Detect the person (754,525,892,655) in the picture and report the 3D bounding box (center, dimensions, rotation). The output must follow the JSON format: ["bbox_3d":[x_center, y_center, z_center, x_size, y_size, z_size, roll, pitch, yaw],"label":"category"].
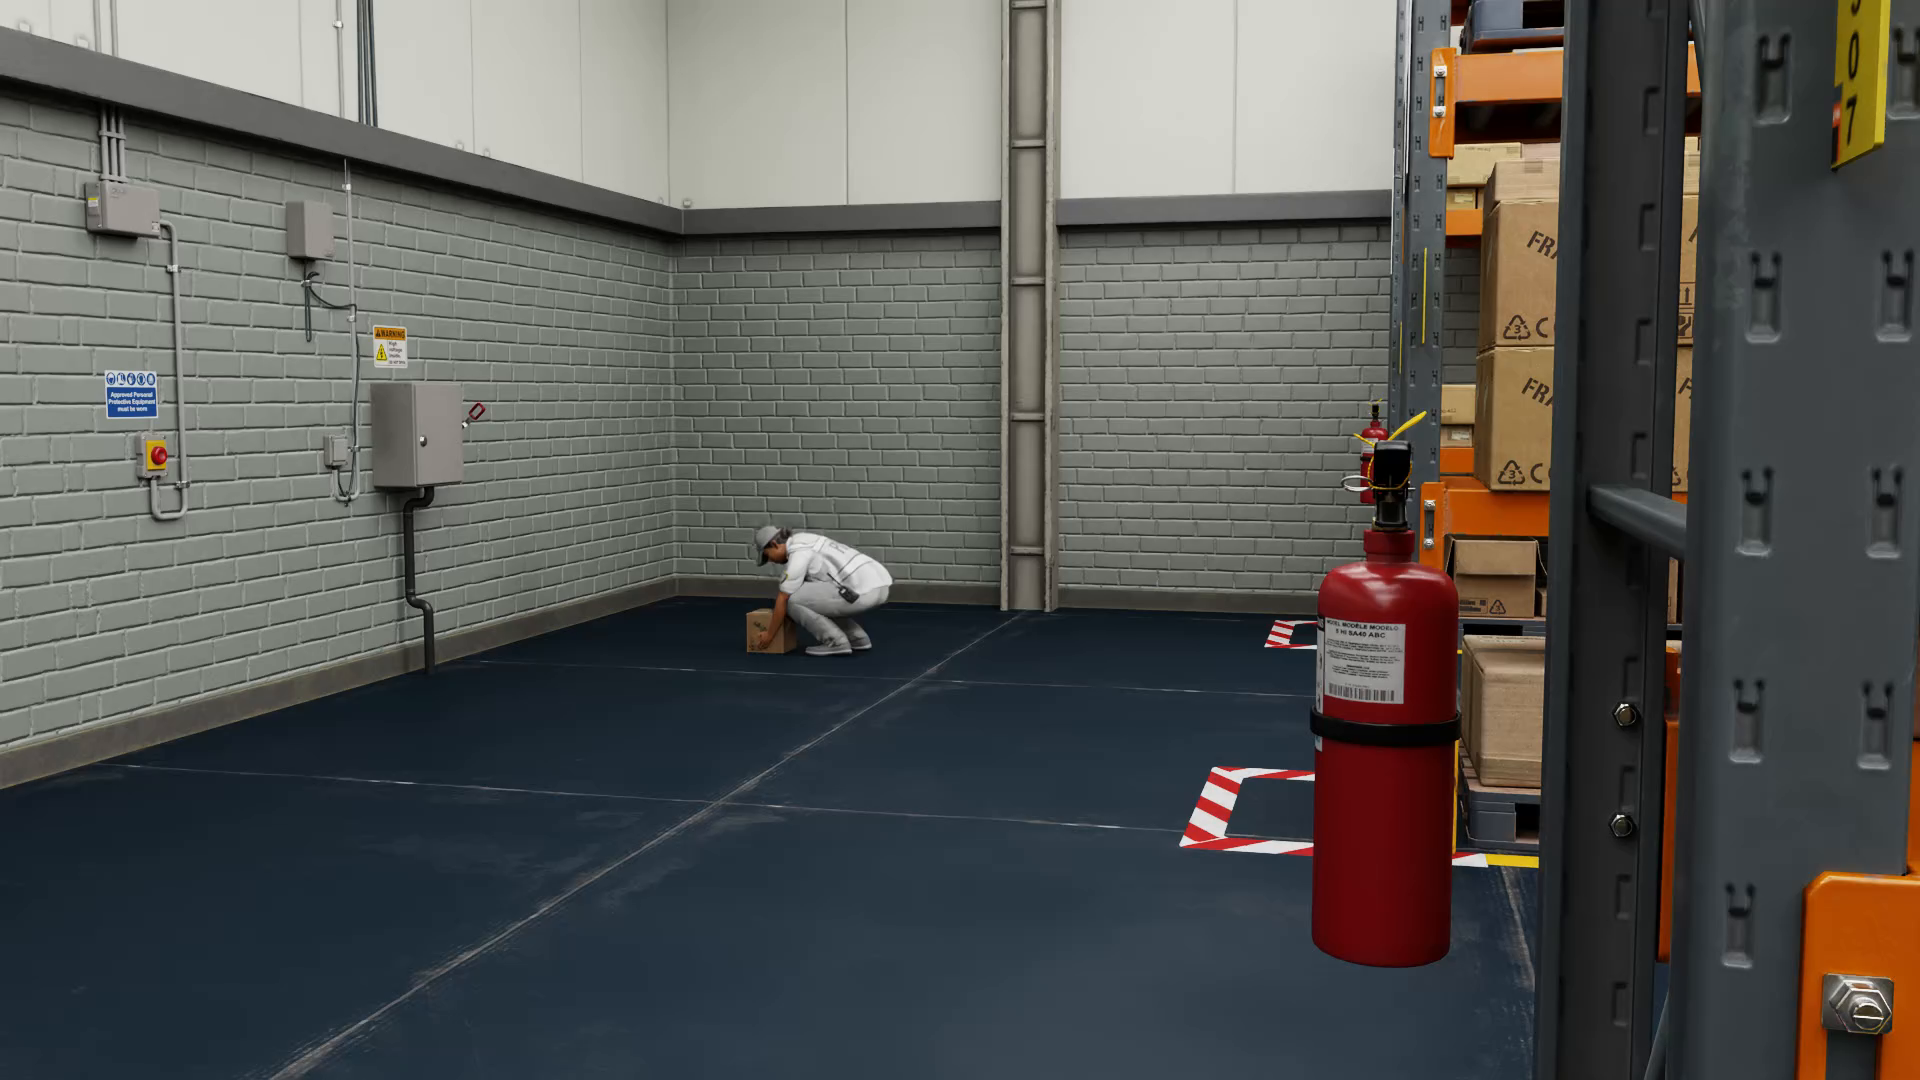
[{"bbox_3d":[-0.875,0.317,10.594,0.867,0.818,0.518,1,5,14],"label":"person"}]
